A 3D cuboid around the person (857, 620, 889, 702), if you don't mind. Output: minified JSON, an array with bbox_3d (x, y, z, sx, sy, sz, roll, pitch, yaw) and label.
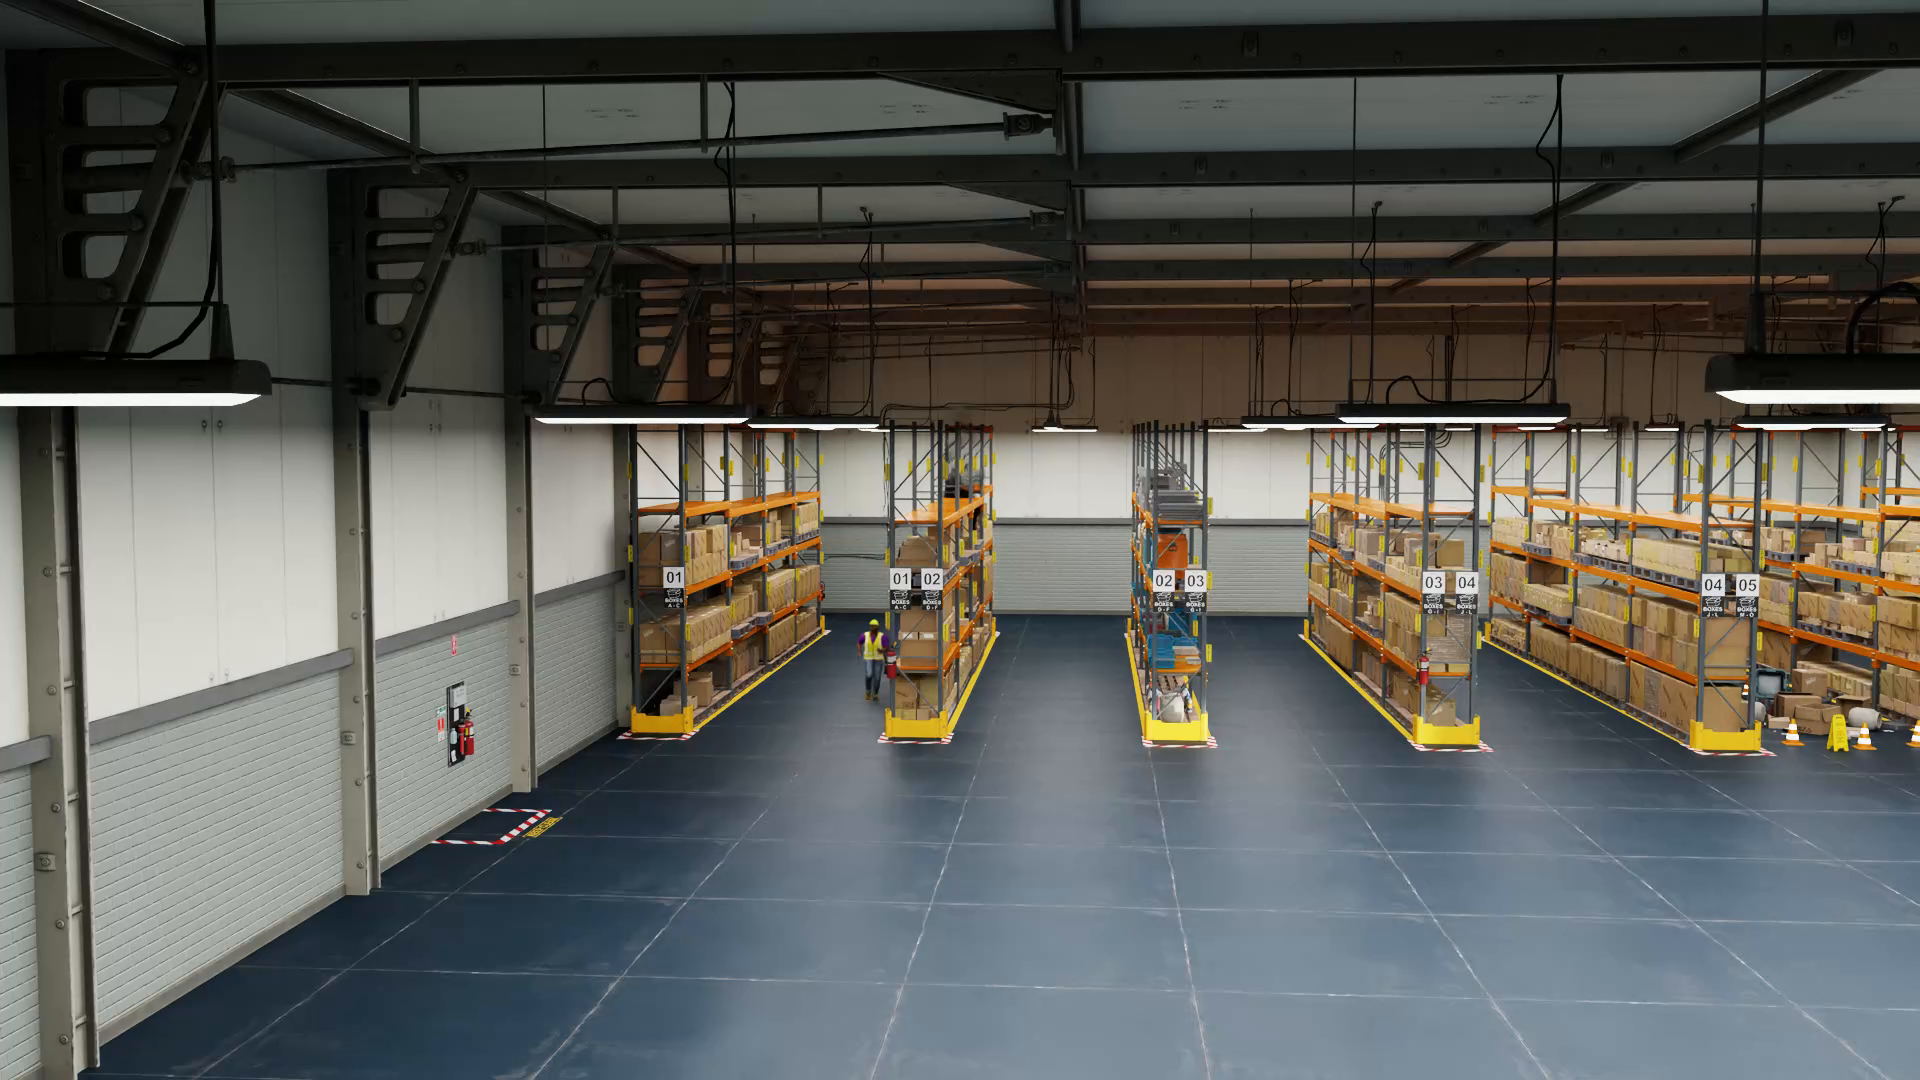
[{"bbox_3d":[-1.860,2.586,35.638,0.675,1.759,0.688,0,4,-5],"label":"person"}]

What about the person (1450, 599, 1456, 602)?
[{"bbox_3d":[13.354,2.024,45.124,0.587,1.632,0.895,1,4,13],"label":"person"}]
